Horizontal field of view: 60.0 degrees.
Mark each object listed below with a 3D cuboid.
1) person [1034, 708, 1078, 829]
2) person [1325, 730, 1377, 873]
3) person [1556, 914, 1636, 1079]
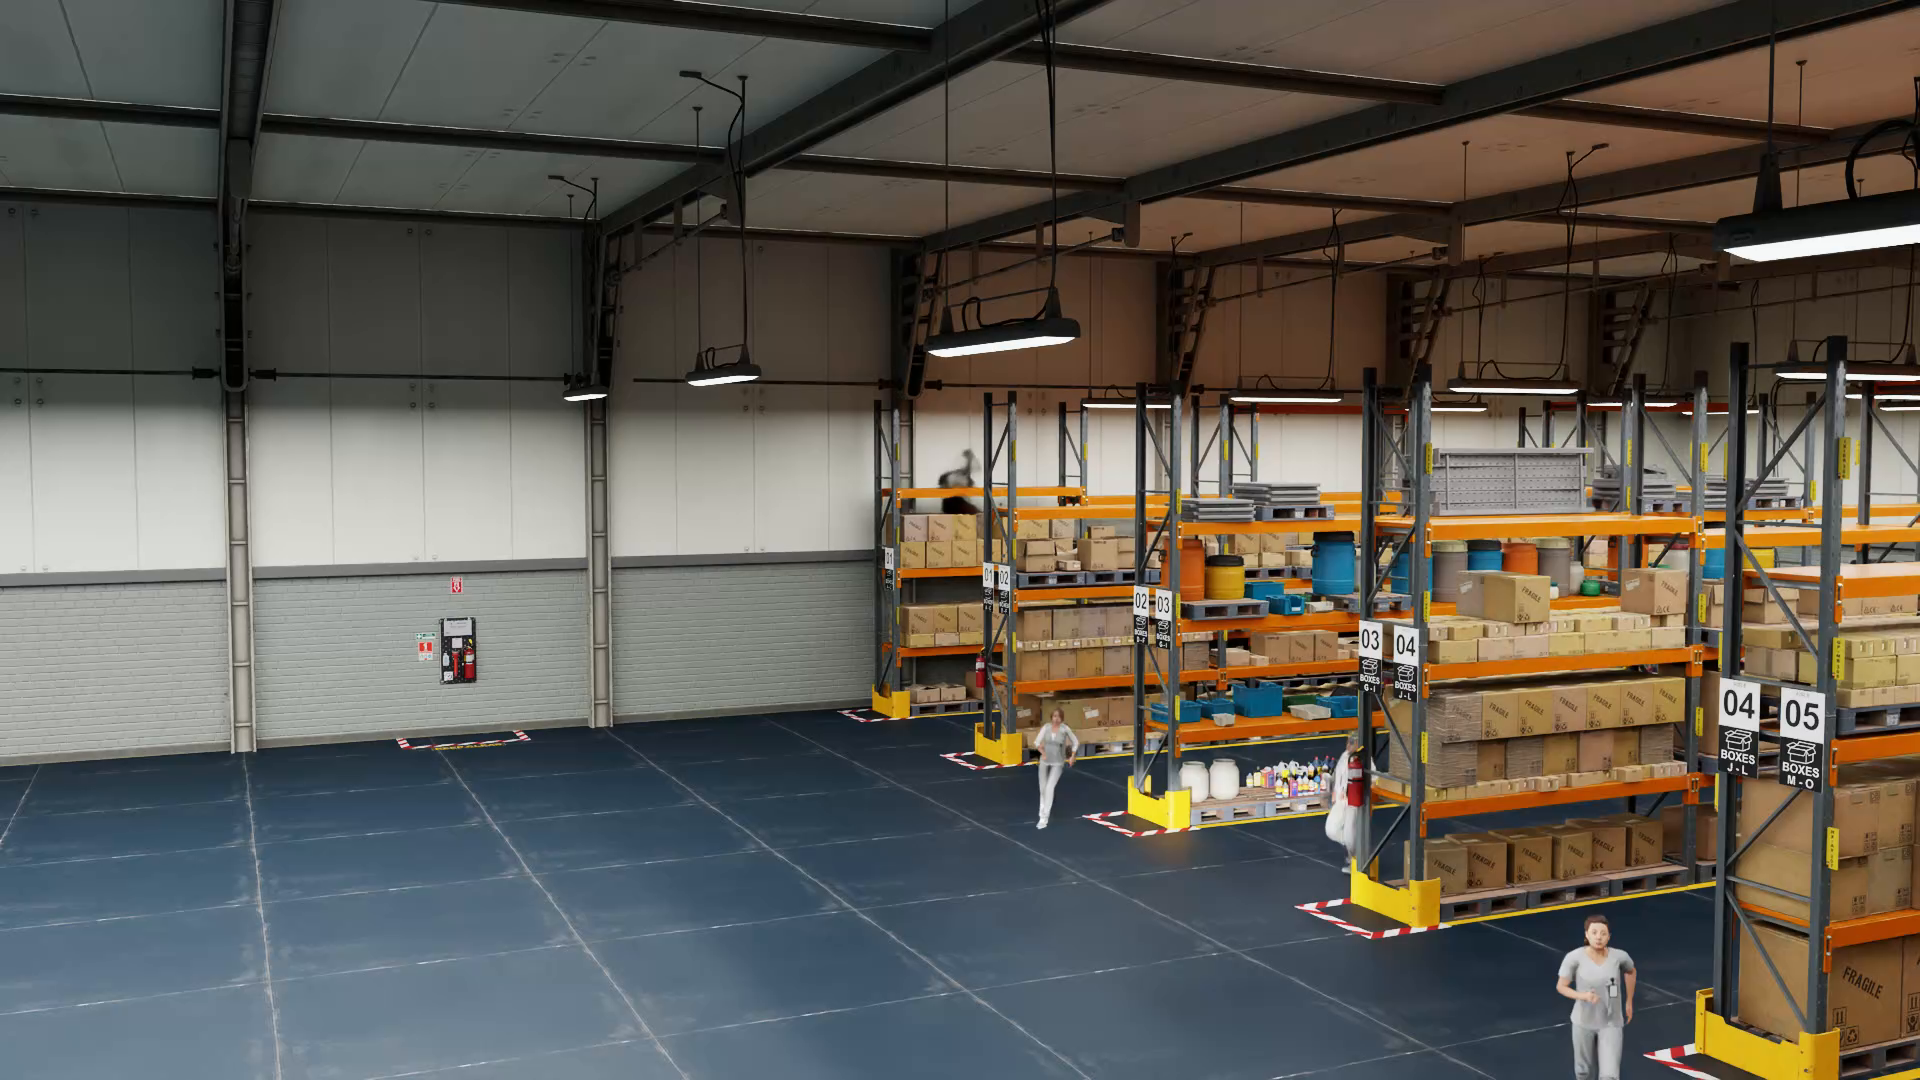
[{"bbox_3d":[1.300,3.060,22.592,0.595,1.599,0.772,1,3,16],"label":"person"},{"bbox_3d":[4.680,3.138,19.954,0.573,1.728,0.643,-2,4,-31],"label":"person"},{"bbox_3d":[4.689,3.608,12.271,0.554,1.737,0.797,1,4,20],"label":"person"}]
